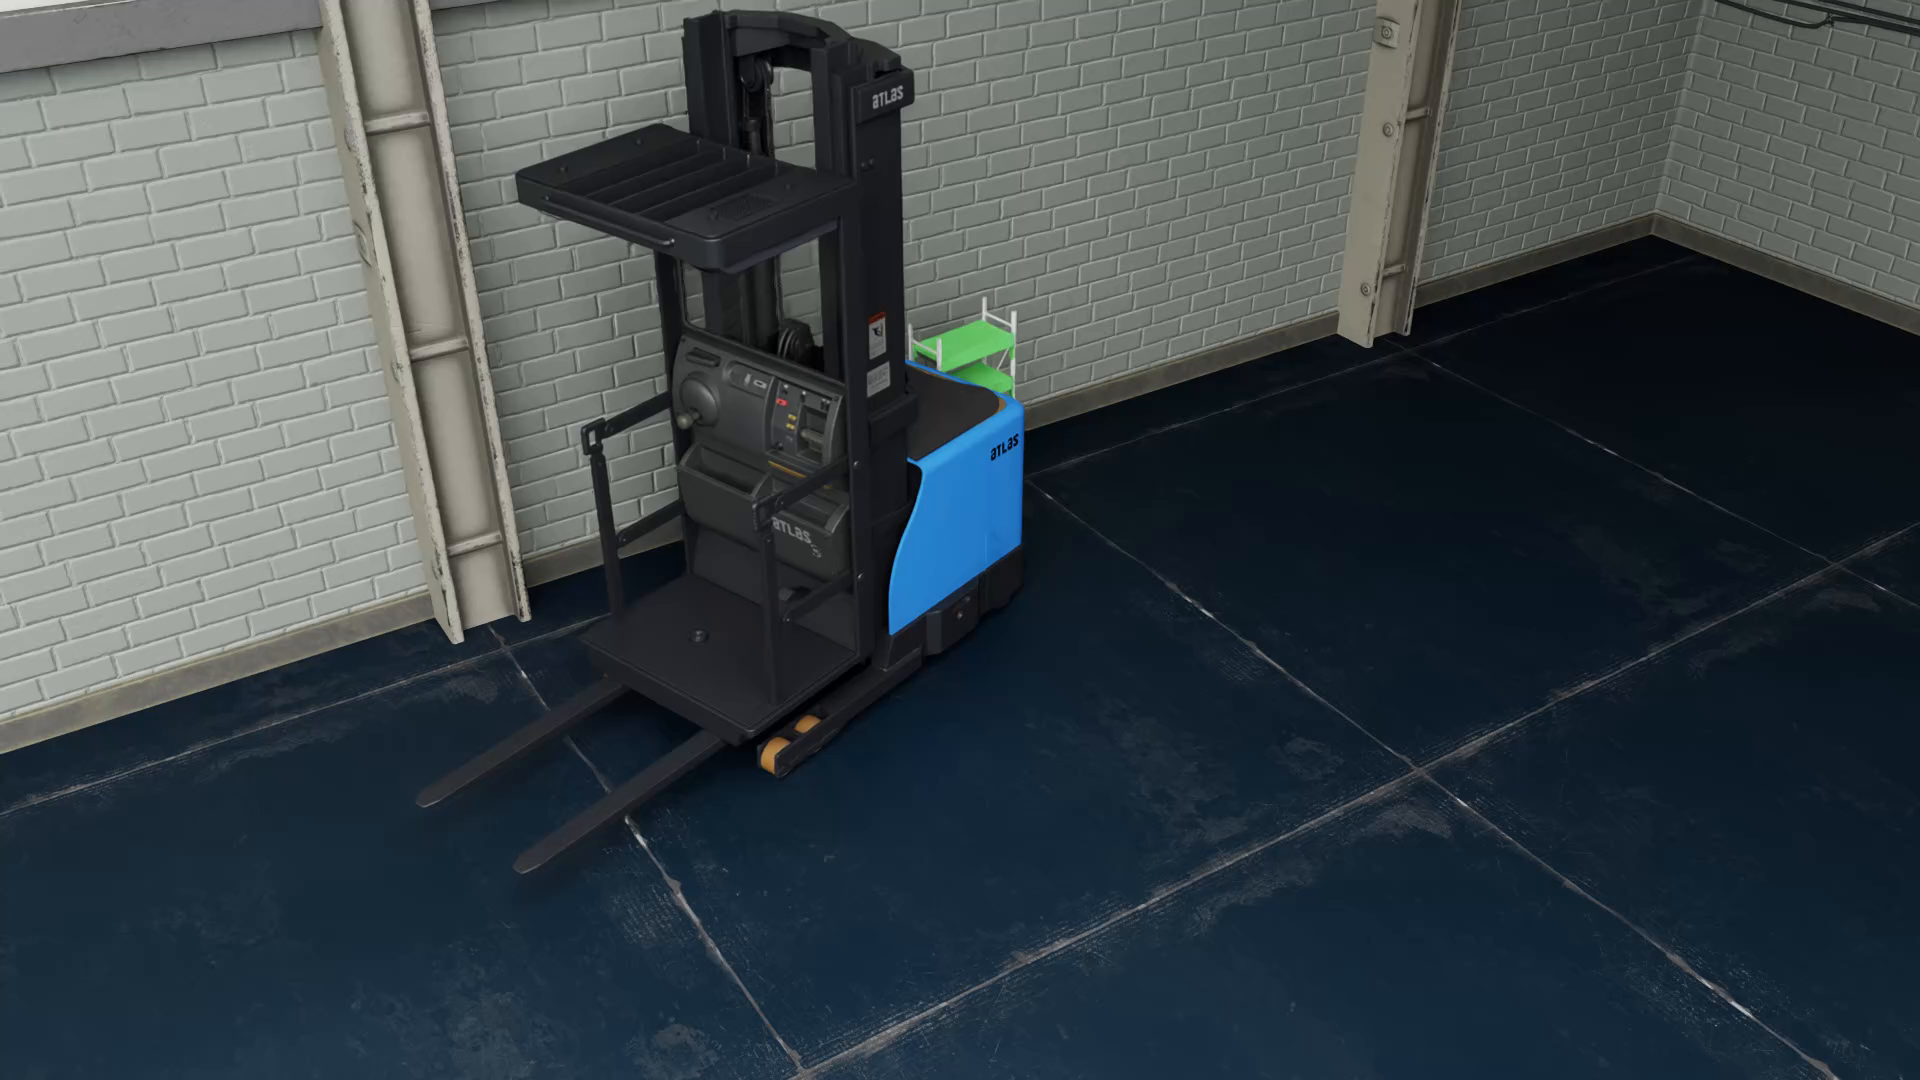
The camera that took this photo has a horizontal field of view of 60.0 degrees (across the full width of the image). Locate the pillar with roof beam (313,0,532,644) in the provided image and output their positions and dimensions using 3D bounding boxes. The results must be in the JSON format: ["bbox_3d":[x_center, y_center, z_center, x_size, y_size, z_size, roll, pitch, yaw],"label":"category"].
[{"bbox_3d":[-0.009,-1.501,2.696,0.400,9.000,9.100,-19,37,-27],"label":"pillar with roof beam"}]

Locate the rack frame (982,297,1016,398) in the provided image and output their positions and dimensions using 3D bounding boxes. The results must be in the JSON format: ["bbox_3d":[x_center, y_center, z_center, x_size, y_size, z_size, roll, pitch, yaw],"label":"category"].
[{"bbox_3d":[0.197,-0.680,8.704,0.015,1.200,0.240,-25,40,-33],"label":"rack frame"}]

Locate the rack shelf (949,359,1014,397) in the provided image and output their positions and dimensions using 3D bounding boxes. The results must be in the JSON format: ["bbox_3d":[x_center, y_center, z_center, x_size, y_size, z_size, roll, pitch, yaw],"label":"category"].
[{"bbox_3d":[0.013,-0.744,8.475,0.480,0.148,0.258,-25,40,-33],"label":"rack shelf"}]

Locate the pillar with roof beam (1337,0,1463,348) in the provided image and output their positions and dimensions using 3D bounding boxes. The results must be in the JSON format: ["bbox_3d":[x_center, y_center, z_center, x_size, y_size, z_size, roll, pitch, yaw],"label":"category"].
[{"bbox_3d":[5.034,-3.236,5.445,0.400,9.000,9.100,-19,37,-27],"label":"pillar with roof beam"}]

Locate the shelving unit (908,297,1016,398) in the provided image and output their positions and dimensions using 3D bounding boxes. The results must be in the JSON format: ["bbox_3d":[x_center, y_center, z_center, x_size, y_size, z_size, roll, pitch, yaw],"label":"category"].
[{"bbox_3d":[0.013,-0.595,8.569,0.503,1.200,0.258,-25,40,-33],"label":"shelving unit"}]

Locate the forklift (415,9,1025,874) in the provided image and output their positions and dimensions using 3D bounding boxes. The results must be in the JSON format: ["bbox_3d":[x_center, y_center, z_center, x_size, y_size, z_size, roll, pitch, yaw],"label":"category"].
[{"bbox_3d":[-0.989,-0.526,6.836,1.130,2.935,3.031,23,39,32],"label":"forklift"}]

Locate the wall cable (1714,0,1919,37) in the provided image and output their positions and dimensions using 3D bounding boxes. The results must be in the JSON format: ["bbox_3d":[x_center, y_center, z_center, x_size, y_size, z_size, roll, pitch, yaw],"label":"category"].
[{"bbox_3d":[5.895,-4.112,9.744,0.112,2.526,3.097,-19,37,-27],"label":"wall cable"}]

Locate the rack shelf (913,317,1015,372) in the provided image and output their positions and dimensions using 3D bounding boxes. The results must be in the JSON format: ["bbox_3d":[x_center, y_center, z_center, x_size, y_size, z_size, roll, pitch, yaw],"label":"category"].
[{"bbox_3d":[0.013,-0.947,8.347,0.480,0.148,0.258,-25,40,-33],"label":"rack shelf"}]

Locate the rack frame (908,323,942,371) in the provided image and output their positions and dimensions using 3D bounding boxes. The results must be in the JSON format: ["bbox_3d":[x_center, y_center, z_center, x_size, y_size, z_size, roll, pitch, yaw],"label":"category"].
[{"bbox_3d":[-0.172,-0.510,8.434,0.015,1.200,0.240,-25,40,-33],"label":"rack frame"}]
